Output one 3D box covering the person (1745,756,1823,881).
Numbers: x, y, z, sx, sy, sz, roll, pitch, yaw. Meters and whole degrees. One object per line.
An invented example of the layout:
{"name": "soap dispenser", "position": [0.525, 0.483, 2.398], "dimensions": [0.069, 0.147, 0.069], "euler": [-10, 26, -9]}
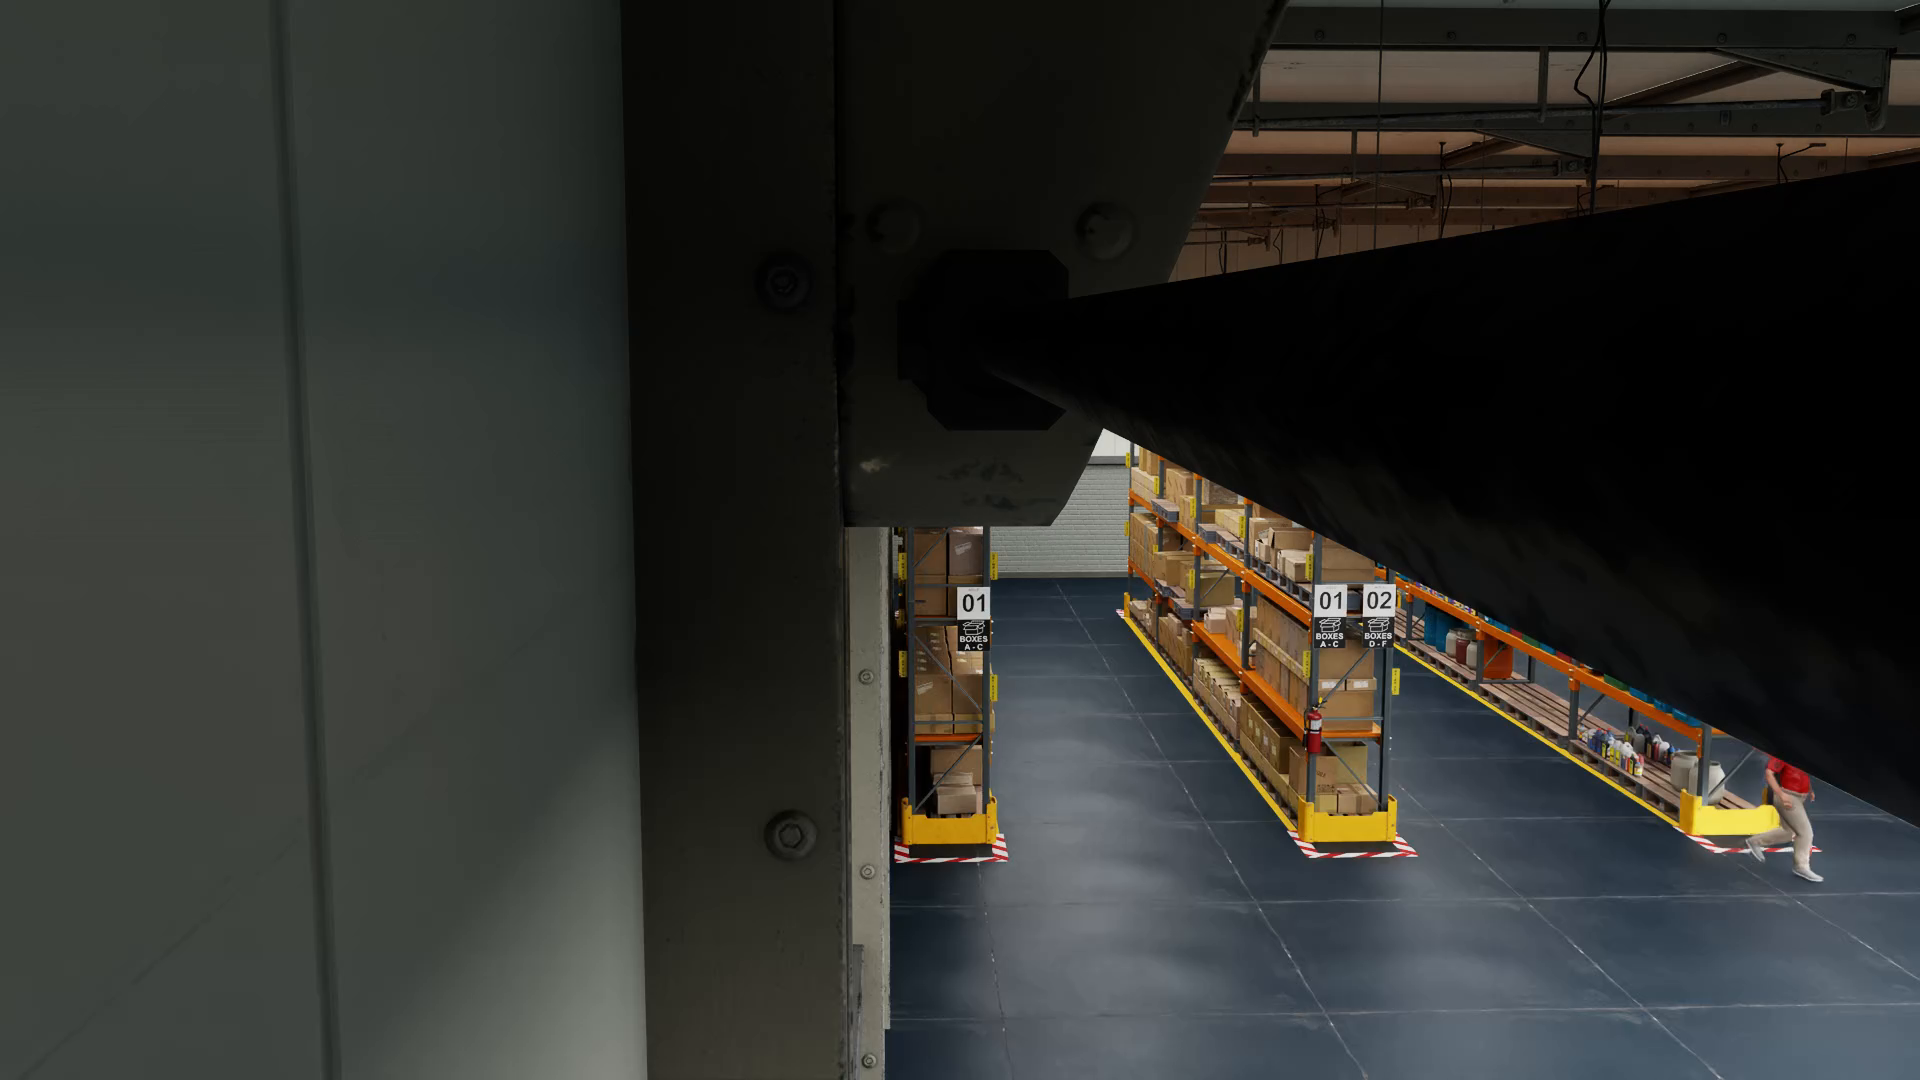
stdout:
{"name": "person", "position": [9.629, 3.040, 19.315], "dimensions": [0.849, 1.721, 0.677], "euler": [6, 10, 40]}
